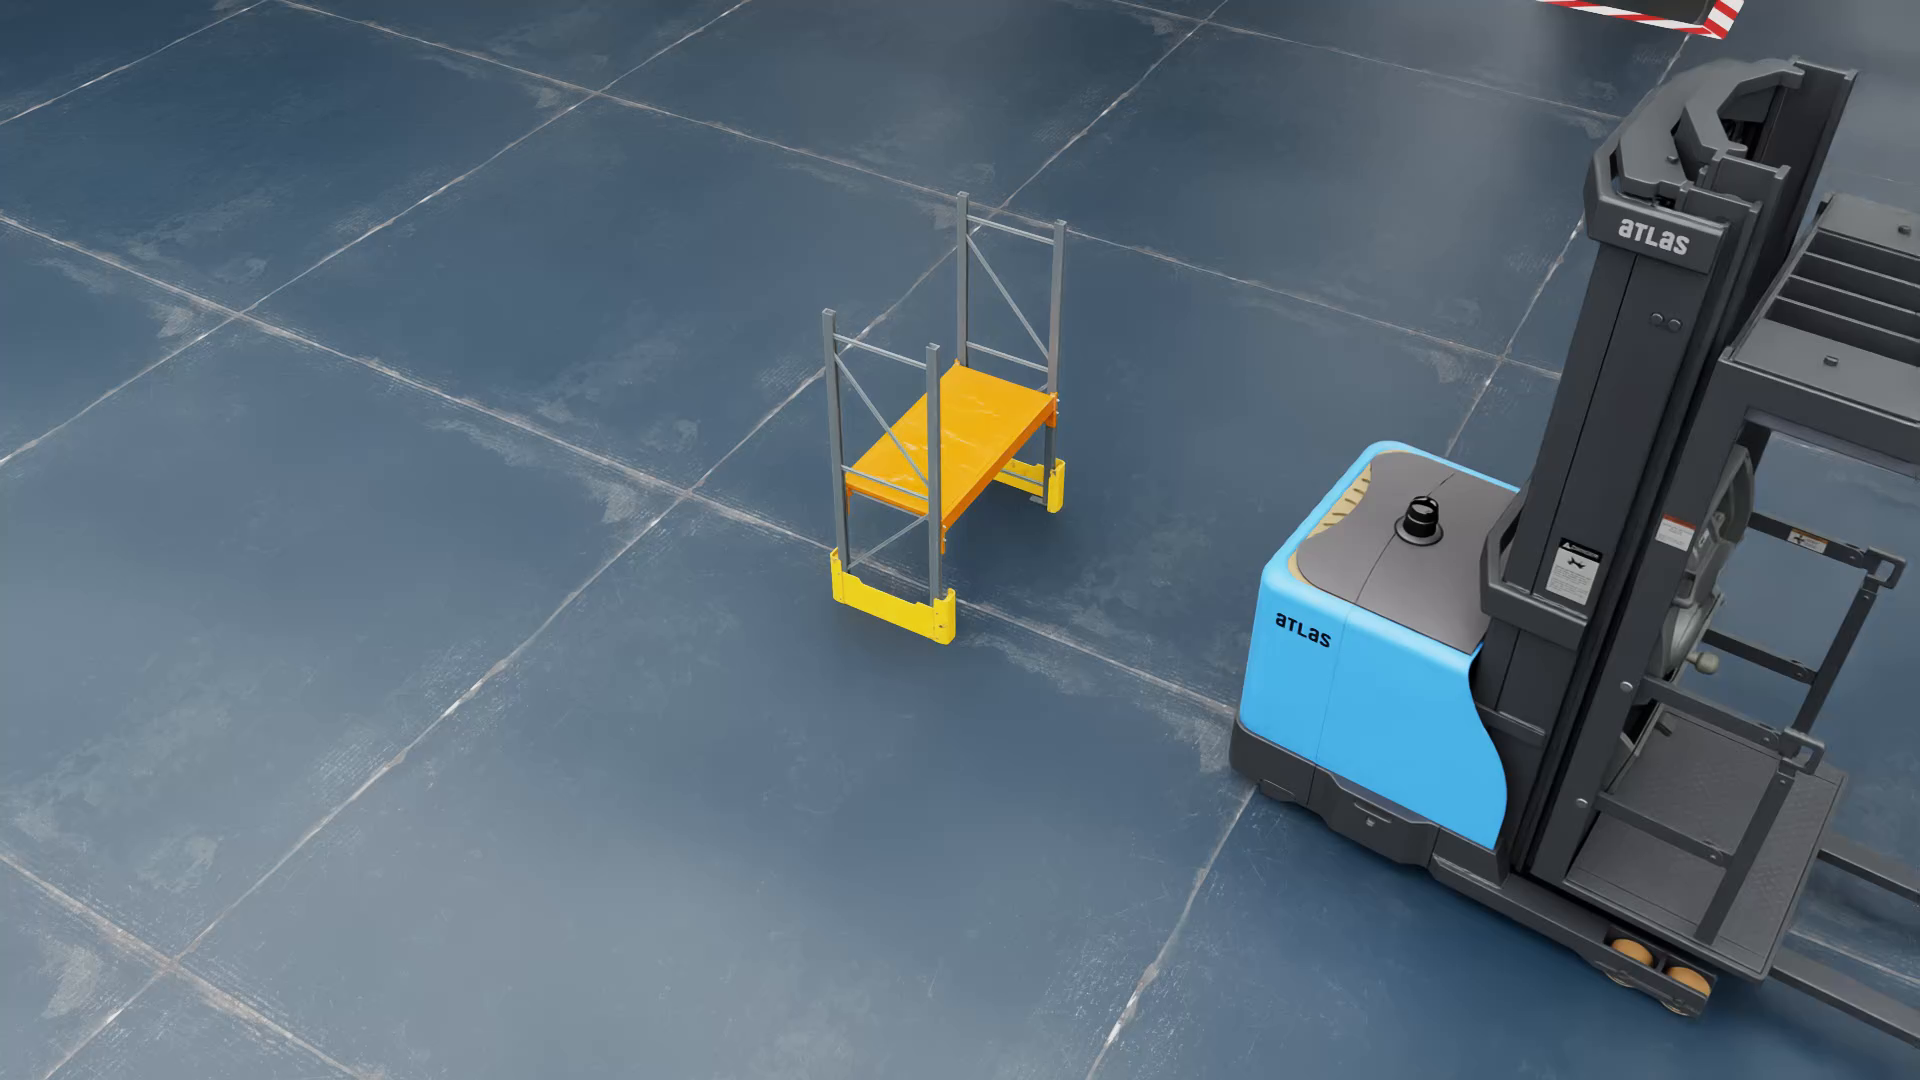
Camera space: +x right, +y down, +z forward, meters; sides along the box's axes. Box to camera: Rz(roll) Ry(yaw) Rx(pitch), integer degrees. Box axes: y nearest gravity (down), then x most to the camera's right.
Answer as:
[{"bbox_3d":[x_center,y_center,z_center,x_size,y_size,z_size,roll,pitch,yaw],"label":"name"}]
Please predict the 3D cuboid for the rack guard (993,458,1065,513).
[{"bbox_3d":[0.211,-0.335,7.757,0.587,0.250,0.087,21,45,22],"label":"rack guard"}]

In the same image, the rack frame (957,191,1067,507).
[{"bbox_3d":[0.212,-0.805,7.345,0.500,1.500,0.032,21,45,22],"label":"rack frame"}]

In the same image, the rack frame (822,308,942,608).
[{"bbox_3d":[-0.297,-0.223,6.684,0.500,1.500,0.032,21,45,22],"label":"rack frame"}]

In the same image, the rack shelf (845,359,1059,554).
[{"bbox_3d":[-0.043,-0.379,7.133,0.538,0.185,1.000,21,45,22],"label":"rack shelf"}]

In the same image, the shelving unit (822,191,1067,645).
[{"bbox_3d":[-0.038,-0.519,7.020,0.587,1.500,1.083,21,45,22],"label":"shelving unit"}]

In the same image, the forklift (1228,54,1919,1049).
[{"bbox_3d":[2.542,0.127,5.204,3.031,2.935,1.130,25,47,26],"label":"forklift"}]

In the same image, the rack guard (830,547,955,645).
[{"bbox_3d":[-0.287,0.235,7.110,0.587,0.250,0.087,21,45,22],"label":"rack guard"}]
